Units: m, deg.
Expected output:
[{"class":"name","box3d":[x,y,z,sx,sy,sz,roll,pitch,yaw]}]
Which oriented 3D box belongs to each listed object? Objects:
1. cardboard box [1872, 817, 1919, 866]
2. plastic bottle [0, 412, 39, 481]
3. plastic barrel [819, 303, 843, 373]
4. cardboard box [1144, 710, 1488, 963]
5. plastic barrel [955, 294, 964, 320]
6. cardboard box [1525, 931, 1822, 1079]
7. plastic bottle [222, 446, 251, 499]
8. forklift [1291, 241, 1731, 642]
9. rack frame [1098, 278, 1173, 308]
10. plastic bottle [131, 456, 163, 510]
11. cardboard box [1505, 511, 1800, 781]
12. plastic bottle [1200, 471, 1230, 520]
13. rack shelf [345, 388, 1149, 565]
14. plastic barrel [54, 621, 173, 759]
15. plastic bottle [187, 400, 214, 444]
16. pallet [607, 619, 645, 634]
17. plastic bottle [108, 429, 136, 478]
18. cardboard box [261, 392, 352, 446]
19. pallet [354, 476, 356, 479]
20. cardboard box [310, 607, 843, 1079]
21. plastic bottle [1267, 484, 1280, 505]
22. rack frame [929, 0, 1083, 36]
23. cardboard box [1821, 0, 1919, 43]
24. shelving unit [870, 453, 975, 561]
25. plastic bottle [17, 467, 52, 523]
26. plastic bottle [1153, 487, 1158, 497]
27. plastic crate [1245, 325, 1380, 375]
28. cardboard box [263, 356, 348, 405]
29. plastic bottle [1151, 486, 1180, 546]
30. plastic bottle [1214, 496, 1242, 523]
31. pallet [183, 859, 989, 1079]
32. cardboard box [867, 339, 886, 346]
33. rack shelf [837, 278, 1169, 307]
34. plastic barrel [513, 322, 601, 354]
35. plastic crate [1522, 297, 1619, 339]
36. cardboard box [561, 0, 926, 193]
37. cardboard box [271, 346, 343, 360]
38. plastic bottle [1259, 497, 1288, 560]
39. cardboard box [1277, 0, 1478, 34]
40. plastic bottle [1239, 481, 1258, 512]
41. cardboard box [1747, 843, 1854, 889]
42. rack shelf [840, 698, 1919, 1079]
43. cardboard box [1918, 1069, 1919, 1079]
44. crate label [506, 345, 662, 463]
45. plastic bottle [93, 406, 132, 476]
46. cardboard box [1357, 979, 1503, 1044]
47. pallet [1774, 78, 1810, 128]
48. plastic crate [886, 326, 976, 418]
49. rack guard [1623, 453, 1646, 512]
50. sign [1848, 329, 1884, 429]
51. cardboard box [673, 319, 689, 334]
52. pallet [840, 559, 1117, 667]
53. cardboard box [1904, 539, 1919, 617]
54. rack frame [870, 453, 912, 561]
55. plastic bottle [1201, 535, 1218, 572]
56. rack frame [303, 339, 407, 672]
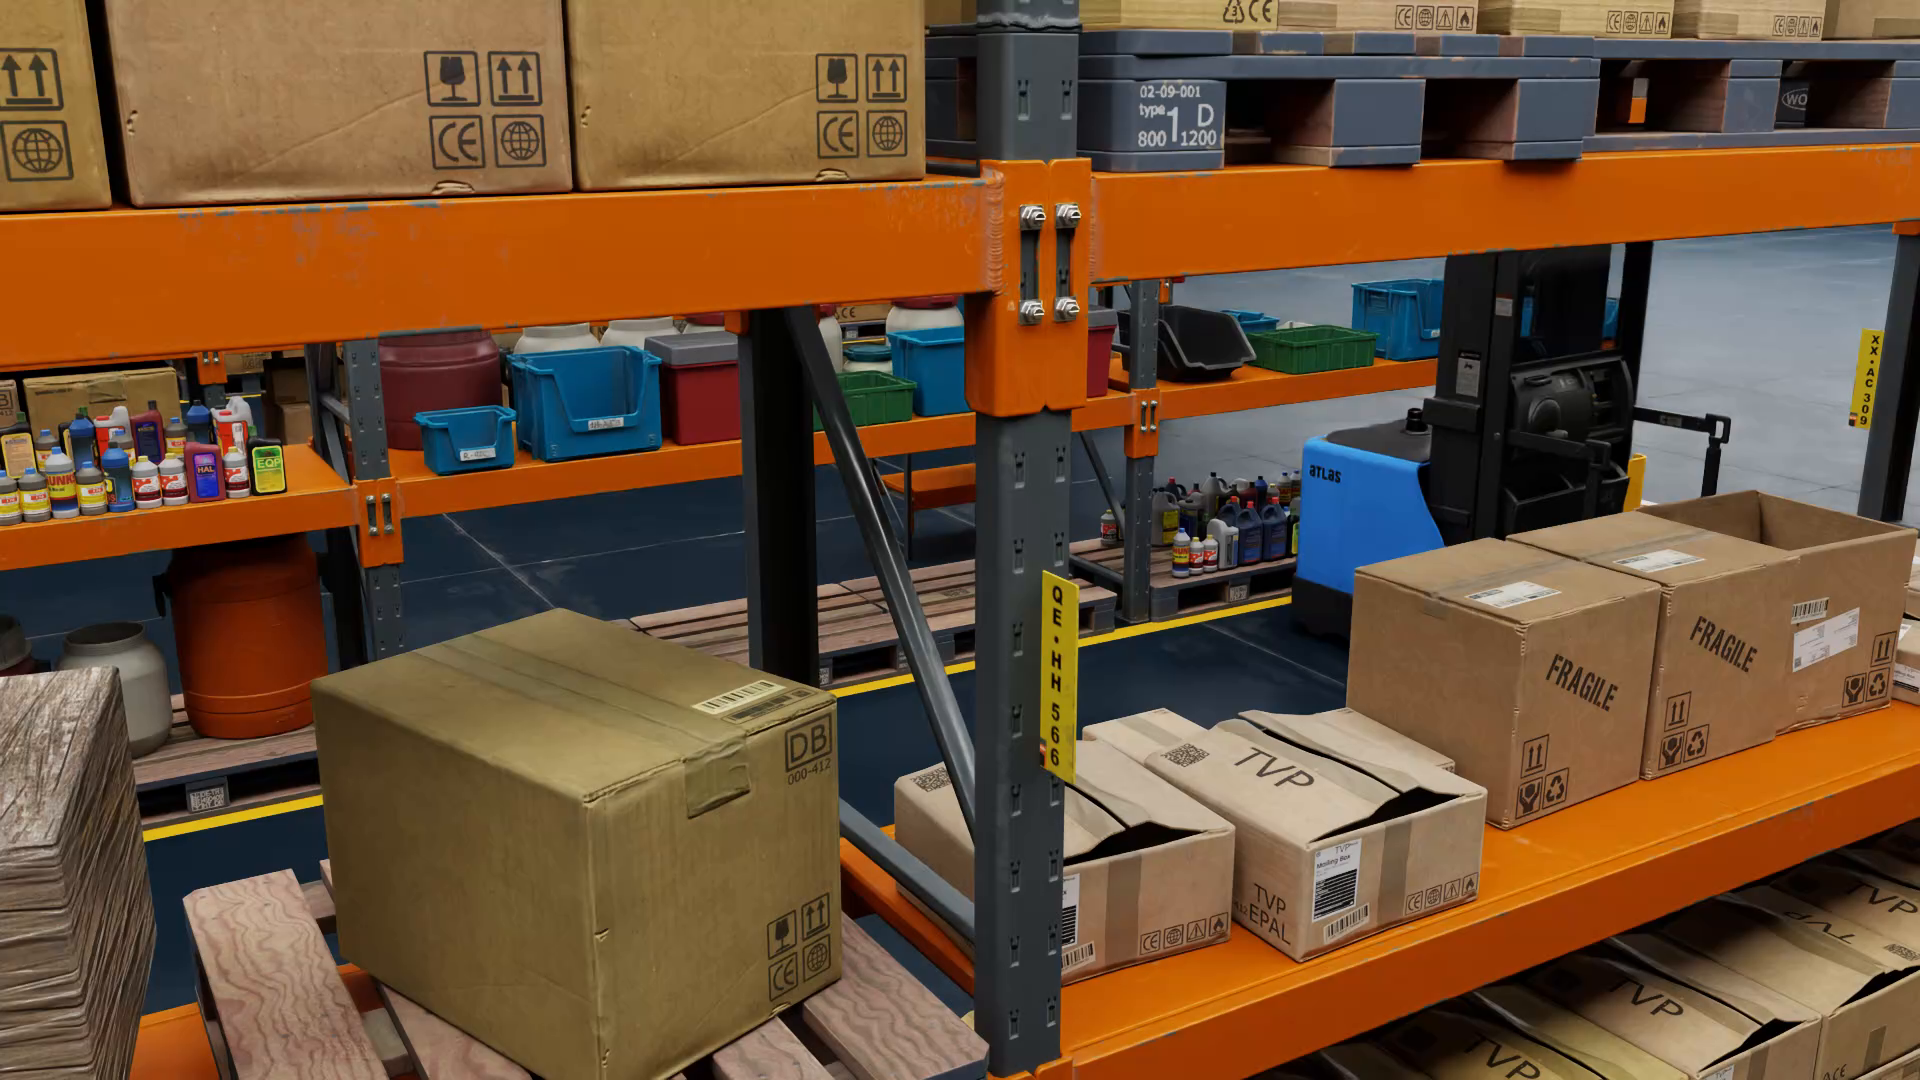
[{"class":"cardboard box","box3d":[3.094,1.028,4.963,0.500,0.311,0.500,-9,18,-30]},{"class":"plastic bottle","box3d":[-3.954,-0.391,6.964,0.133,0.283,0.061,-9,18,-30]},{"class":"plastic barrel","box3d":[-0.817,-0.974,8.576,0.433,0.535,0.433,0,16,0]},{"class":"cardboard box","box3d":[0.731,0.573,3.474,0.500,0.311,0.500,-9,18,-30]},{"class":"plastic barrel","box3d":[0.258,-1.351,9.243,0.708,0.901,0.600,-9,18,-30]},{"class":"cardboard box","box3d":[1.789,1.239,4.208,0.500,0.311,0.500,-9,18,-30]},{"class":"plastic bottle","box3d":[-2.919,-0.275,6.700,0.097,0.201,0.097,0,16,0]},{"class":"forklift","box3d":[3.097,-0.679,7.902,1.130,2.935,3.031,-11,19,-35]},{"class":"rack frame","box3d":[1.623,-2.795,15.324,0.127,3.000,1.000,-9,18,-30]},{"class":"plastic bottle","box3d":[-3.200,-0.229,6.538,0.097,0.201,0.097,0,16,0]},{"class":"cardboard box","box3d":[1.746,0.251,4.271,0.500,0.500,0.500,-9,18,-30]},{"class":"plastic bottle","box3d":[1.590,-0.257,10.363,0.185,0.351,0.144,-9,18,-30]},{"class":"rack shelf","box3d":[-0.969,-0.469,8.357,4.000,0.370,1.077,-9,18,-30]},{"class":"plastic barrel","box3d":[-3.532,0.630,6.937,0.421,0.512,0.421,0,16,0]},{"class":"plastic bottle","box3d":[-3.334,-0.480,7.303,0.097,0.271,0.097,0,16,0]},{"class":"pallet","box3d":[-1.999,0.707,7.997,1.213,0.211,1.003,-9,18,-30]},{"class":"plastic bottle","box3d":[-3.537,-0.365,7.024,0.097,0.201,0.097,0,16,0]},{"class":"cardboard box","box3d":[-4.670,-0.789,11.983,0.500,0.500,0.700,-10,19,-33]},{"class":"pallet","box3d":[-4.564,-0.449,12.119,1.213,0.211,1.003,-9,18,-30]},{"class":"cardboard box","box3d":[-0.617,0.473,2.703,0.700,0.500,0.500,13,20,38]},{"class":"plastic bottle","box3d":[1.995,-0.258,10.643,0.097,0.201,0.097,0,16,0]},{"class":"rack frame","box3d":[-0.136,-2.279,2.368,0.127,3.000,1.000,-9,18,-30]},{"class":"cardboard box","box3d":[2.291,-1.360,4.148,0.500,0.250,0.500,-11,19,-35]},{"class":"shelving unit","box3d":[-0.006,-0.541,10.755,1.048,1.125,0.538,-9,18,-30]},{"class":"plastic bottle","box3d":[-3.534,-0.175,6.345,0.097,0.201,0.097,0,16,0]},{"class":"plastic bottle","box3d":[1.149,-0.186,10.107,0.185,0.351,0.144,-10,18,-31]},{"class":"plastic crate","box3d":[2.054,-1.114,9.721,0.662,0.188,0.450,-9,18,-30]},{"class":"cardboard box","box3d":[-4.675,-1.152,11.890,0.500,0.250,0.500,-8,18,-27]},{"class":"plastic bottle","box3d":[1.223,-0.152,9.988,0.185,0.351,0.144,-9,18,-30]},{"class":"plastic bottle","box3d":[1.577,-0.079,9.727,0.185,0.351,0.144,-9,18,-30]},{"class":"pallet","box3d":[-0.680,0.812,2.810,1.003,0.211,1.213,-9,18,-30]},{"class":"cardboard box","box3d":[-0.463,-1.470,14.449,0.500,0.500,0.500,-11,19,-35]},{"class":"rack shelf","box3d":[-0.091,-2.171,14.429,4.000,0.370,1.077,-9,18,-30]},{"class":"plastic barrel","box3d":[-1.912,-0.783,7.940,0.421,0.512,0.421,0,16,0]},{"class":"plastic crate","box3d":[3.899,-1.439,10.760,0.616,0.251,0.499,-9,18,-30]},{"class":"cardboard box","box3d":[-0.492,-0.815,2.516,0.500,0.500,0.910,-9,18,-30]},{"class":"cardboard box","box3d":[-6.386,-2.150,16.411,0.750,0.750,1.050,-9,18,-29]},{"class":"plastic bottle","box3d":[1.813,-0.072,9.701,0.185,0.351,0.144,-10,19,-32]},{"class":"cardboard box","box3d":[0.664,-1.118,3.283,0.500,0.250,0.500,-9,18,-28]},{"class":"plastic bottle","box3d":[1.787,-0.222,10.362,0.133,0.283,0.061,-9,18,-30]},{"class":"cardboard box","box3d":[2.379,0.973,5.157,0.500,0.311,0.500,-9,18,-30]},{"class":"rack shelf","box3d":[1.579,0.678,4.267,4.000,0.370,1.077,-9,18,-30]},{"class":"cardboard box","box3d":[2.652,1.370,4.782,0.500,0.250,0.500,-10,18,-31]},{"class":"crate label","box3d":[-1.692,-0.630,7.533,0.616,0.435,0.502,-9,18,-30]},{"class":"plastic bottle","box3d":[-3.617,-0.428,7.108,0.135,0.276,0.152,-9,18,-30]},{"class":"cardboard box","box3d":[1.063,1.188,4.391,0.500,0.311,0.500,-9,18,-30]},{"class":"pallet","box3d":[2.544,-1.173,4.335,1.217,0.209,0.805,-10,19,-32]},{"class":"plastic crate","box3d":[-0.040,-0.860,8.450,0.575,0.384,0.392,-9,18,-30]},{"class":"rack guard","box3d":[4.133,-0.424,11.496,0.348,0.500,1.175,-9,18,-30]},{"class":"sign","box3d":[3.006,-0.530,5.492,0.005,0.325,0.100,-9,18,-30]},{"class":"cardboard box","box3d":[-2.927,-2.777,18.418,0.875,0.875,0.875,-9,18,-29]},{"class":"pallet","box3d":[0.092,0.368,9.207,1.213,0.211,1.003,-9,18,-30]},{"class":"cardboard box","box3d":[2.894,0.204,4.902,0.500,0.250,0.500,-8,18,-26]},{"class":"rack frame","box3d":[-0.442,-0.470,10.503,0.032,1.125,0.500,-9,18,-30]},{"class":"plastic bottle","box3d":[1.419,0.071,9.467,0.097,0.201,0.097,0,16,0]},{"class":"rack frame","box3d":[-2.683,-0.537,7.268,0.127,3.000,1.000,-9,18,-30]}]
